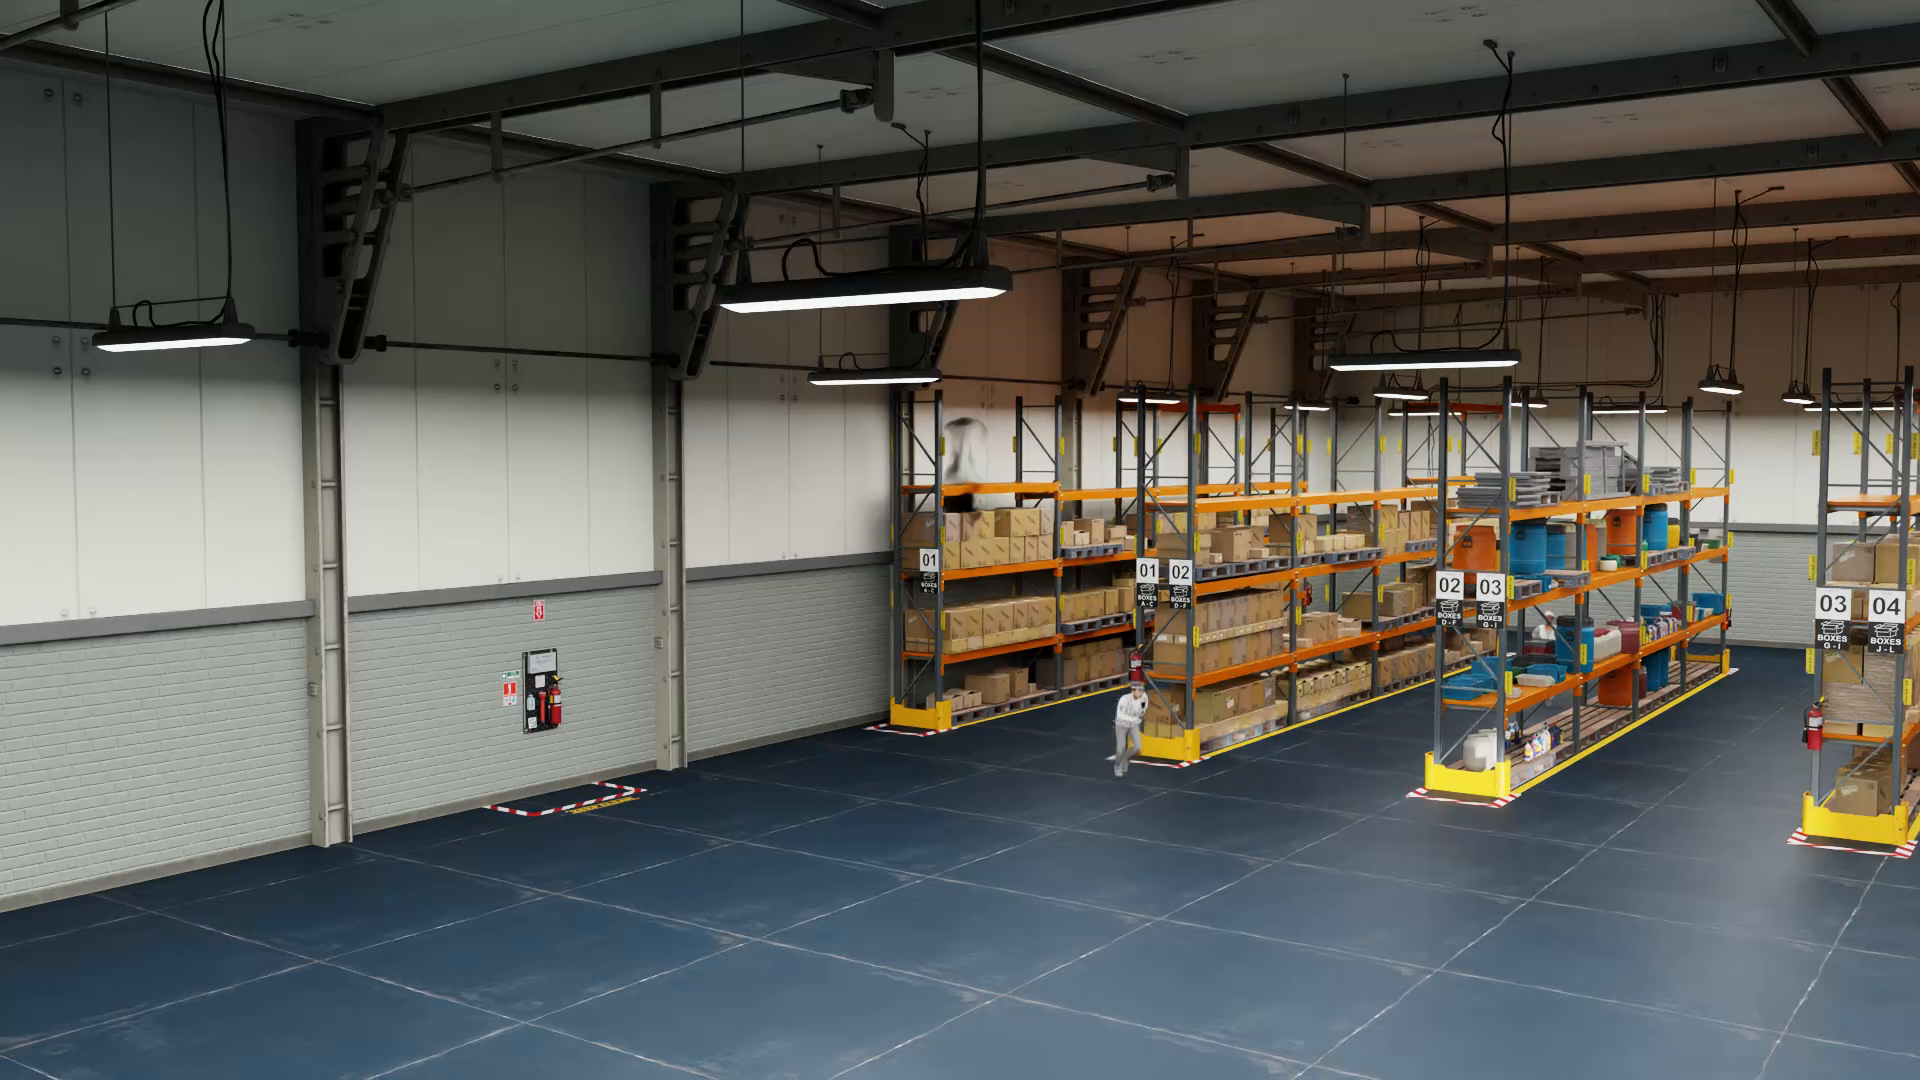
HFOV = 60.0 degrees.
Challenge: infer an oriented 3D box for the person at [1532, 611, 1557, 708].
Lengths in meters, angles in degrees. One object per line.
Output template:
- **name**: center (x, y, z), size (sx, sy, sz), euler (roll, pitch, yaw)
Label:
- **person**: center (11.370, 2.280, 32.162), size (0.643, 1.829, 0.850), euler (2, 4, 28)

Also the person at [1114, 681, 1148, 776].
- **person**: center (2.599, 2.840, 25.055), size (0.643, 1.505, 0.843), euler (-1, 4, -25)
